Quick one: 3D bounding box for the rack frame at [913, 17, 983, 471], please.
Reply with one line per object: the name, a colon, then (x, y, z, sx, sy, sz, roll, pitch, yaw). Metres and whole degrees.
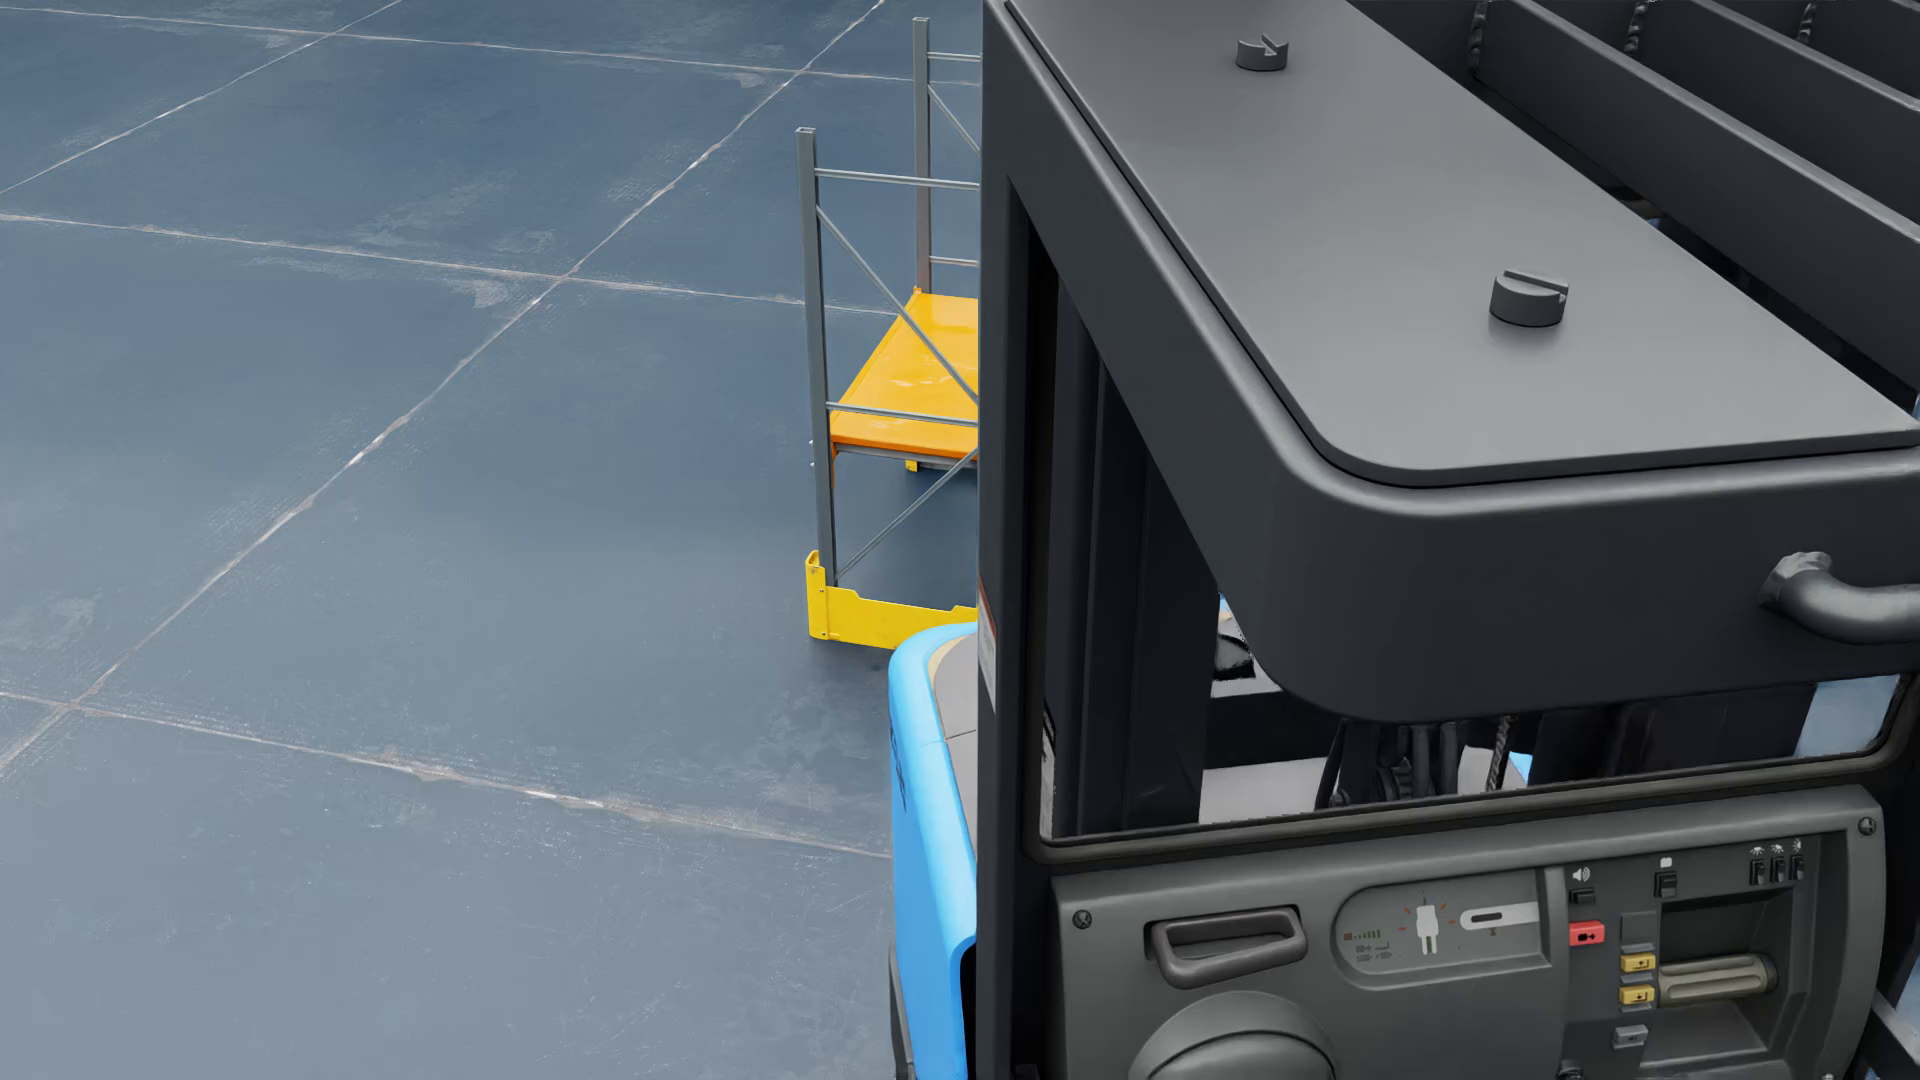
rack frame: (0.107, -0.852, 5.193, 0.500, 1.500, 0.032, 8, 33, 12)

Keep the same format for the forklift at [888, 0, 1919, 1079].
forklift: (0.600, 0.566, 1.628, 1.130, 2.935, 3.031, -5, 33, -8)

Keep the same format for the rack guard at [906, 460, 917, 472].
rack guard: (0.107, -0.324, 5.527, 0.587, 0.250, 0.087, 8, 33, 12)

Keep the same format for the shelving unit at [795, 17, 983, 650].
shelving unit: (-0.019, -0.593, 4.785, 0.587, 1.500, 1.083, 8, 33, 12)

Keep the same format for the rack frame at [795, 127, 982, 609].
rack frame: (-0.151, -0.325, 4.363, 0.500, 1.500, 0.032, 8, 33, 12)

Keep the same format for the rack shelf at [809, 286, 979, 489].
rack shelf: (-0.022, -0.437, 4.875, 0.538, 0.185, 1.000, 8, 33, 12)

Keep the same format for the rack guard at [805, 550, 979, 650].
rack guard: (-0.146, 0.192, 4.714, 0.587, 0.250, 0.087, 8, 33, 12)
